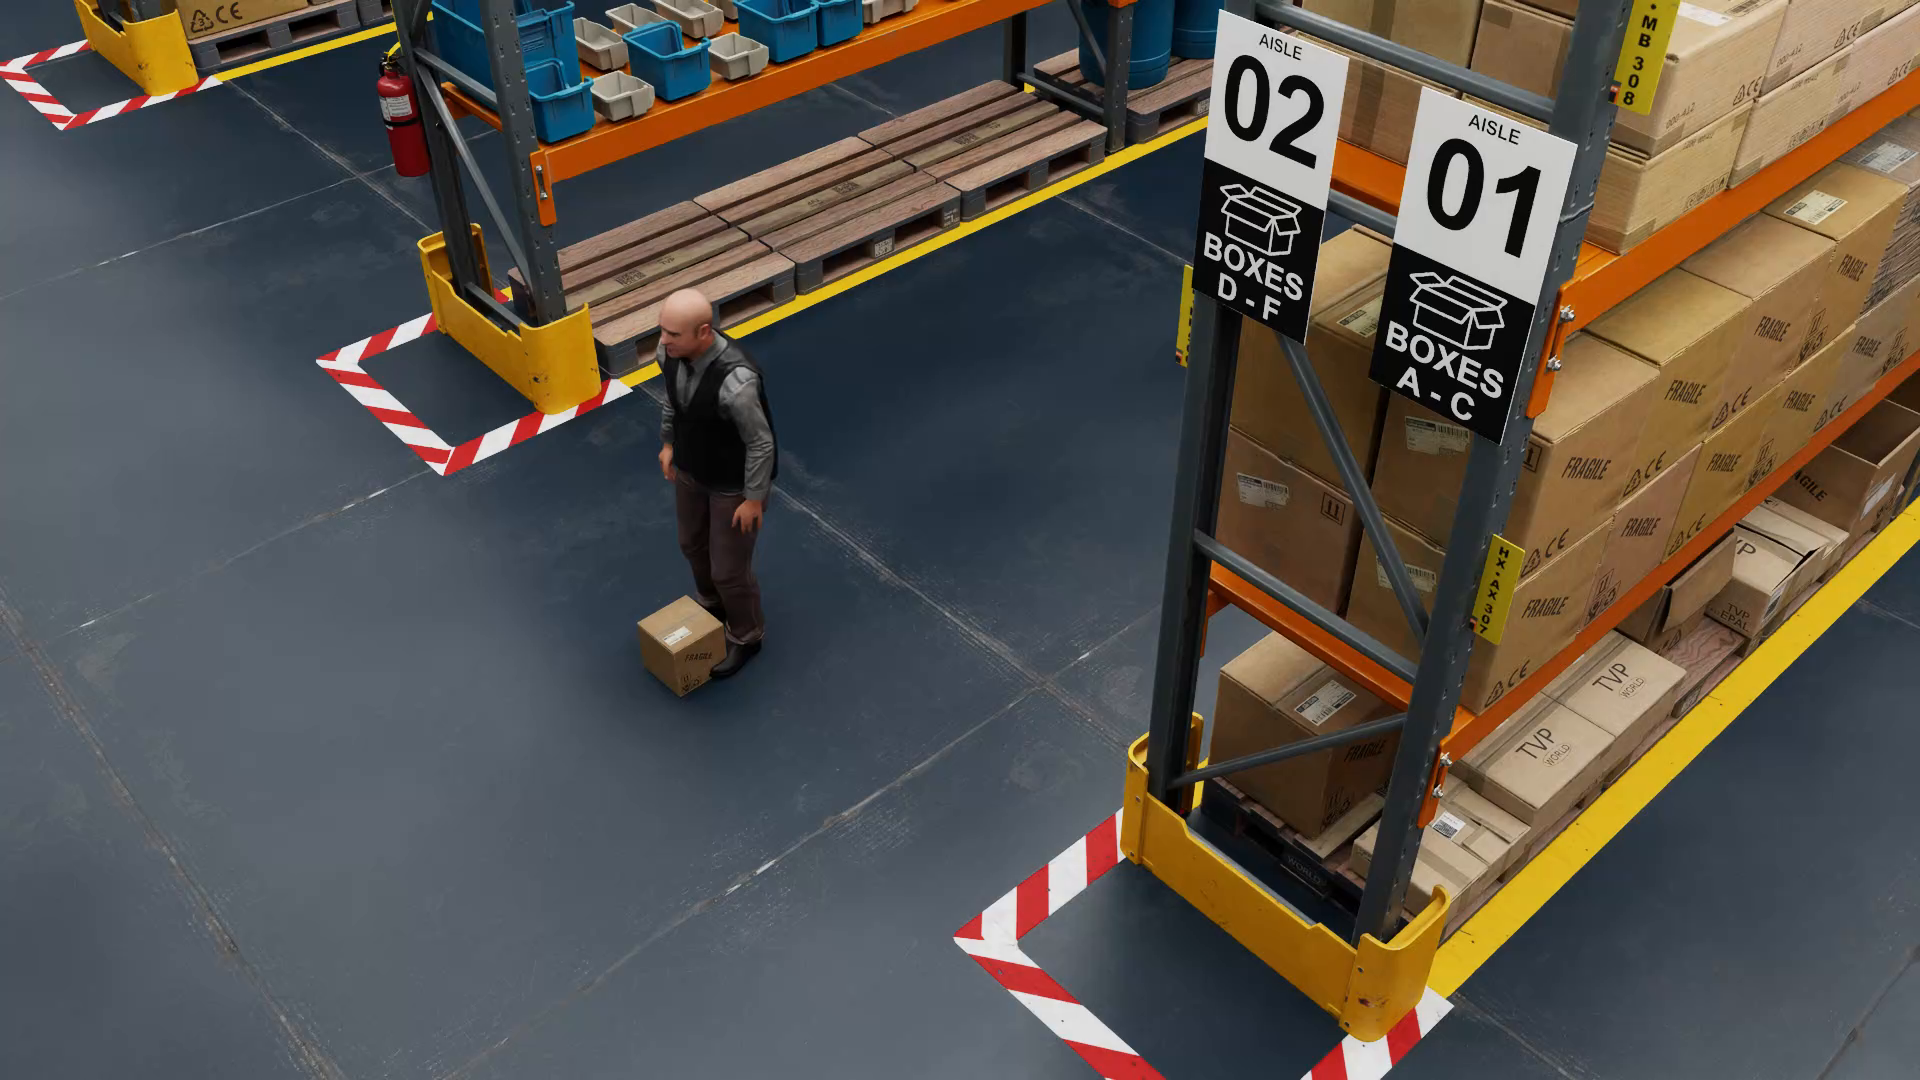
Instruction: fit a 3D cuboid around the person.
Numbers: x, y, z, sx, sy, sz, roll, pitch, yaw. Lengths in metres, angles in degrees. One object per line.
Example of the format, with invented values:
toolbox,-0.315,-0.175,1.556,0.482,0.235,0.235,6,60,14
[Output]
person,-0.947,-0.245,6.471,0.462,1.721,0.588,-31,49,-32
